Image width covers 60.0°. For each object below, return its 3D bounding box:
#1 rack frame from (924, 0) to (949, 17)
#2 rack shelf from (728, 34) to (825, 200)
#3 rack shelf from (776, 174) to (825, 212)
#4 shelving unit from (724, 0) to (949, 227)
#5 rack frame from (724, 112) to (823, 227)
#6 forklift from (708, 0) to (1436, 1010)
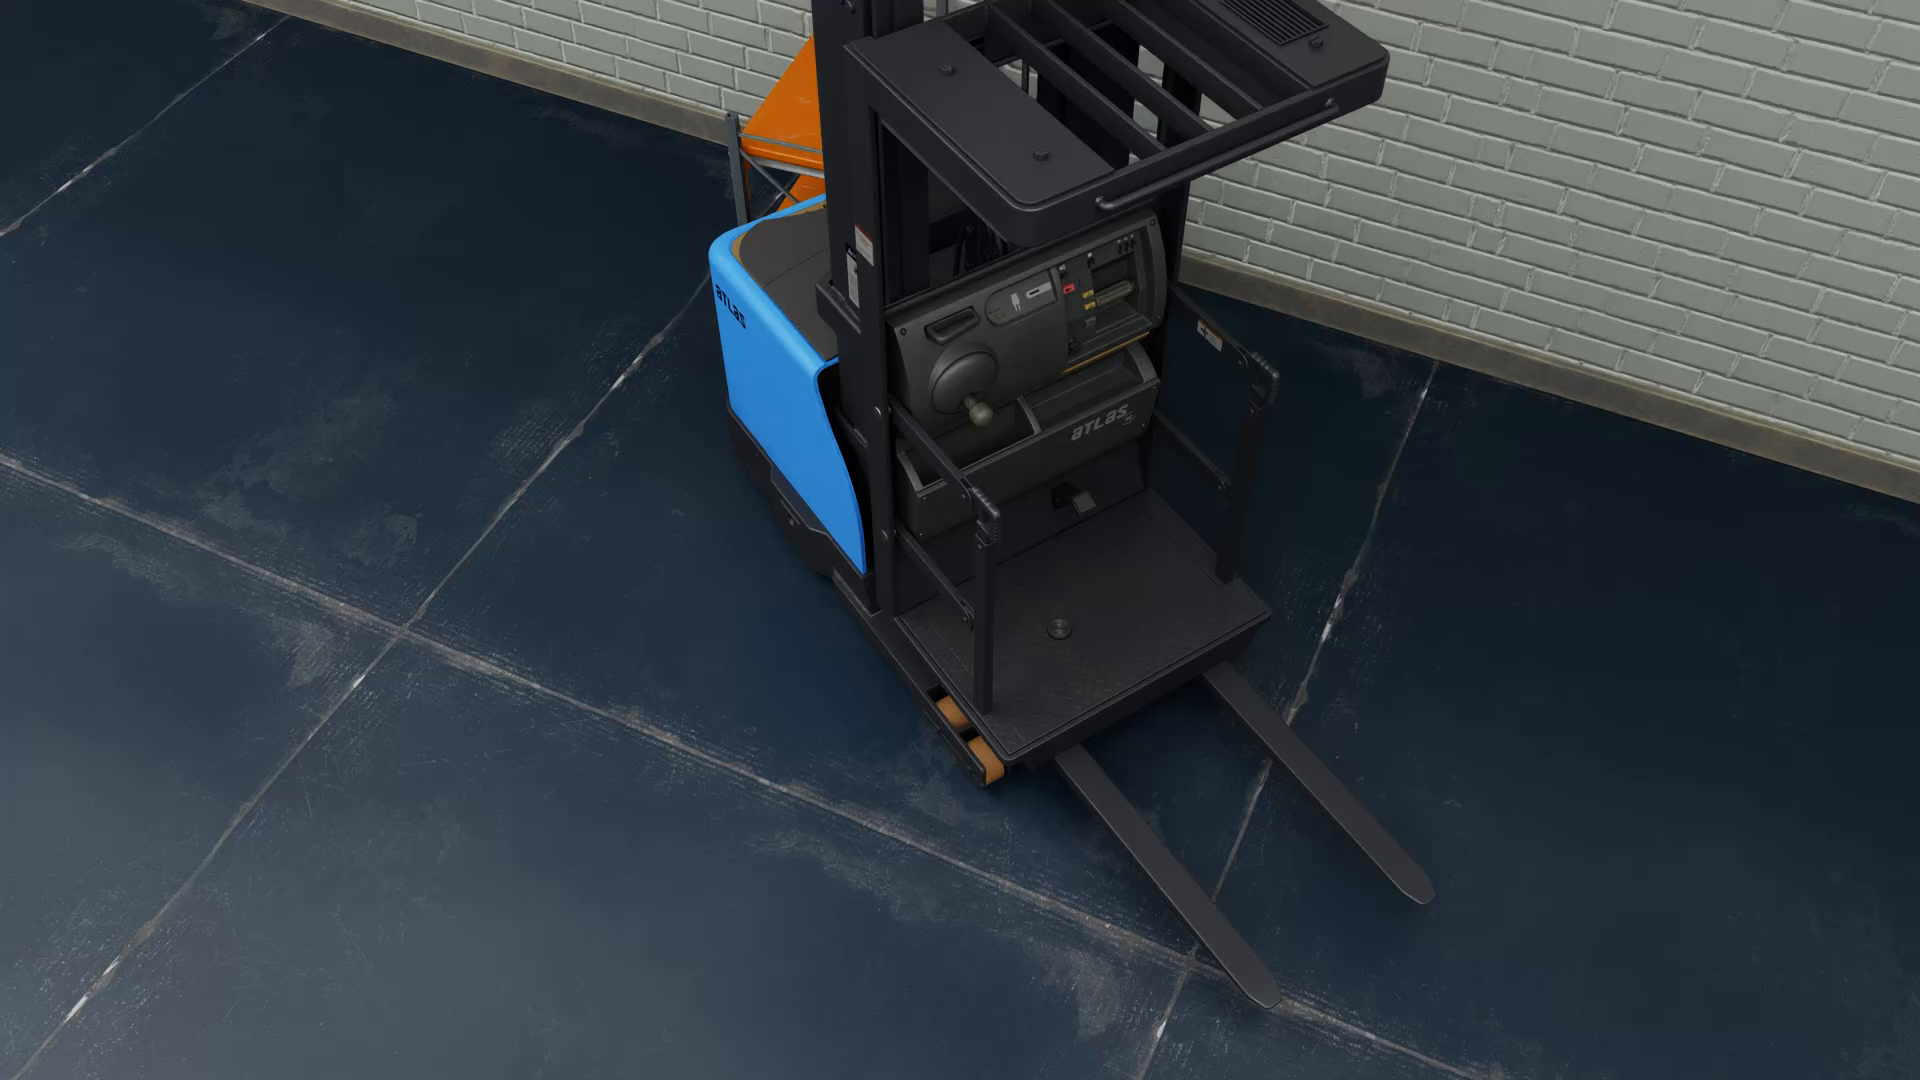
[{"bbox_3d":[-0.287,-1.866,7.100,0.500,1.125,0.032,15,51,12],"label":"rack frame"},{"bbox_3d":[-0.455,-1.691,6.566,0.538,0.278,1.000,15,51,12],"label":"rack shelf"},{"bbox_3d":[-0.455,-1.343,6.975,0.538,0.278,1.000,15,51,12],"label":"rack shelf"},{"bbox_3d":[-0.455,-1.501,6.789,0.538,1.125,1.048,15,51,12],"label":"shelving unit"},{"bbox_3d":[-0.623,-1.136,6.478,0.500,1.125,0.032,15,51,12],"label":"rack frame"},{"bbox_3d":[0.340,-0.553,4.796,1.130,2.935,3.031,-26,55,-21],"label":"forklift"}]
